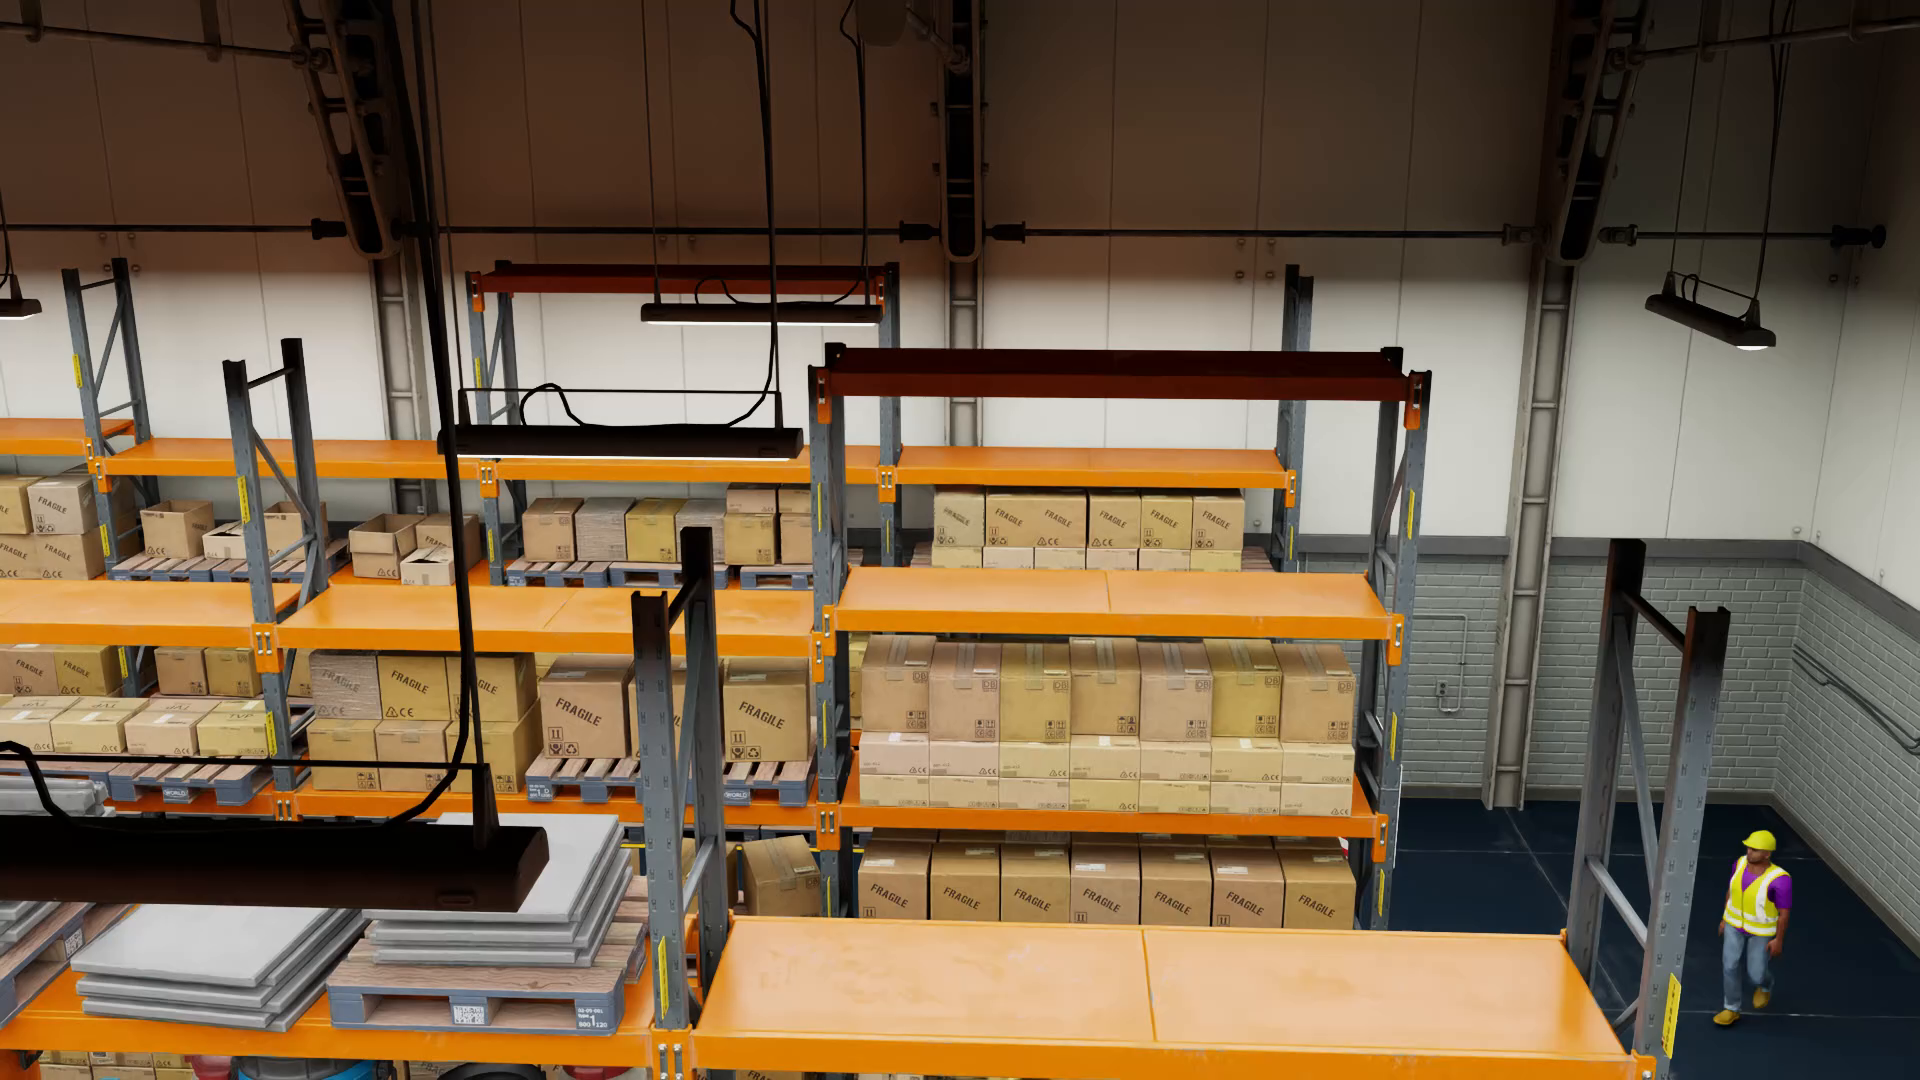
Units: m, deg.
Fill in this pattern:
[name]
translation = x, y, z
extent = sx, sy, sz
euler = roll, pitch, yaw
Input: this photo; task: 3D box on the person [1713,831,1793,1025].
[person]
translation = 6.760, 3.275, 14.124
extent = 0.649, 1.754, 0.569
euler = -14, 22, -41
